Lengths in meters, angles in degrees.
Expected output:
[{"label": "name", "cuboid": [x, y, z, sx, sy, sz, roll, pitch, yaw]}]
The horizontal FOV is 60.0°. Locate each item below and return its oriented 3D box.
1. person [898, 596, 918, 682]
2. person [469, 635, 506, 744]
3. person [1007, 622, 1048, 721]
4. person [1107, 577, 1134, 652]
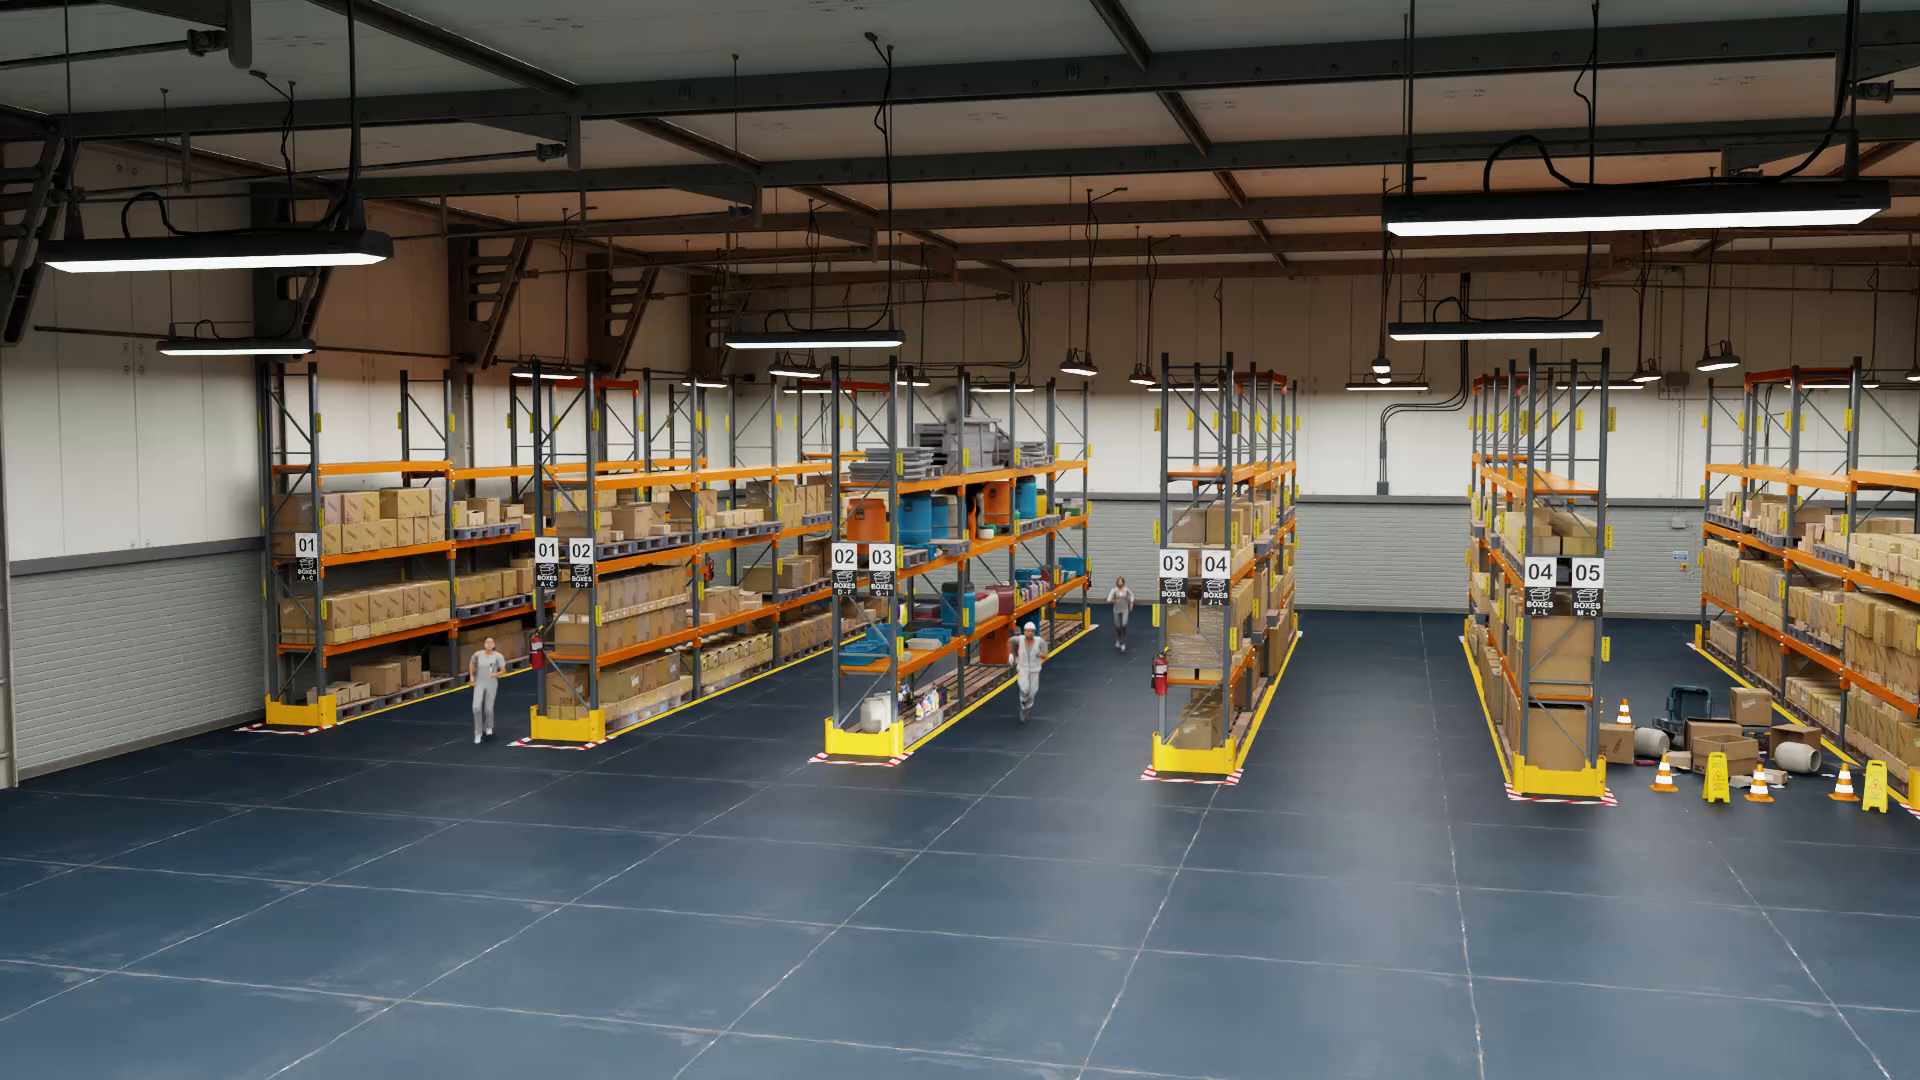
[{"label": "person", "cuboid": [-0.975, 1.881, 32.563, 0.708, 1.727, 0.824, 1, 4, 10]}, {"label": "person", "cuboid": [-7.467, 2.354, 26.309, 0.578, 1.713, 0.710, -1, 4, -10]}, {"label": "person", "cuboid": [1.123, 2.181, 27.618, 0.643, 1.700, 0.757, 0, 4, -6]}, {"label": "person", "cuboid": [3.535, 1.620, 36.645, 0.579, 1.643, 0.711, 0, 4, 6]}]
